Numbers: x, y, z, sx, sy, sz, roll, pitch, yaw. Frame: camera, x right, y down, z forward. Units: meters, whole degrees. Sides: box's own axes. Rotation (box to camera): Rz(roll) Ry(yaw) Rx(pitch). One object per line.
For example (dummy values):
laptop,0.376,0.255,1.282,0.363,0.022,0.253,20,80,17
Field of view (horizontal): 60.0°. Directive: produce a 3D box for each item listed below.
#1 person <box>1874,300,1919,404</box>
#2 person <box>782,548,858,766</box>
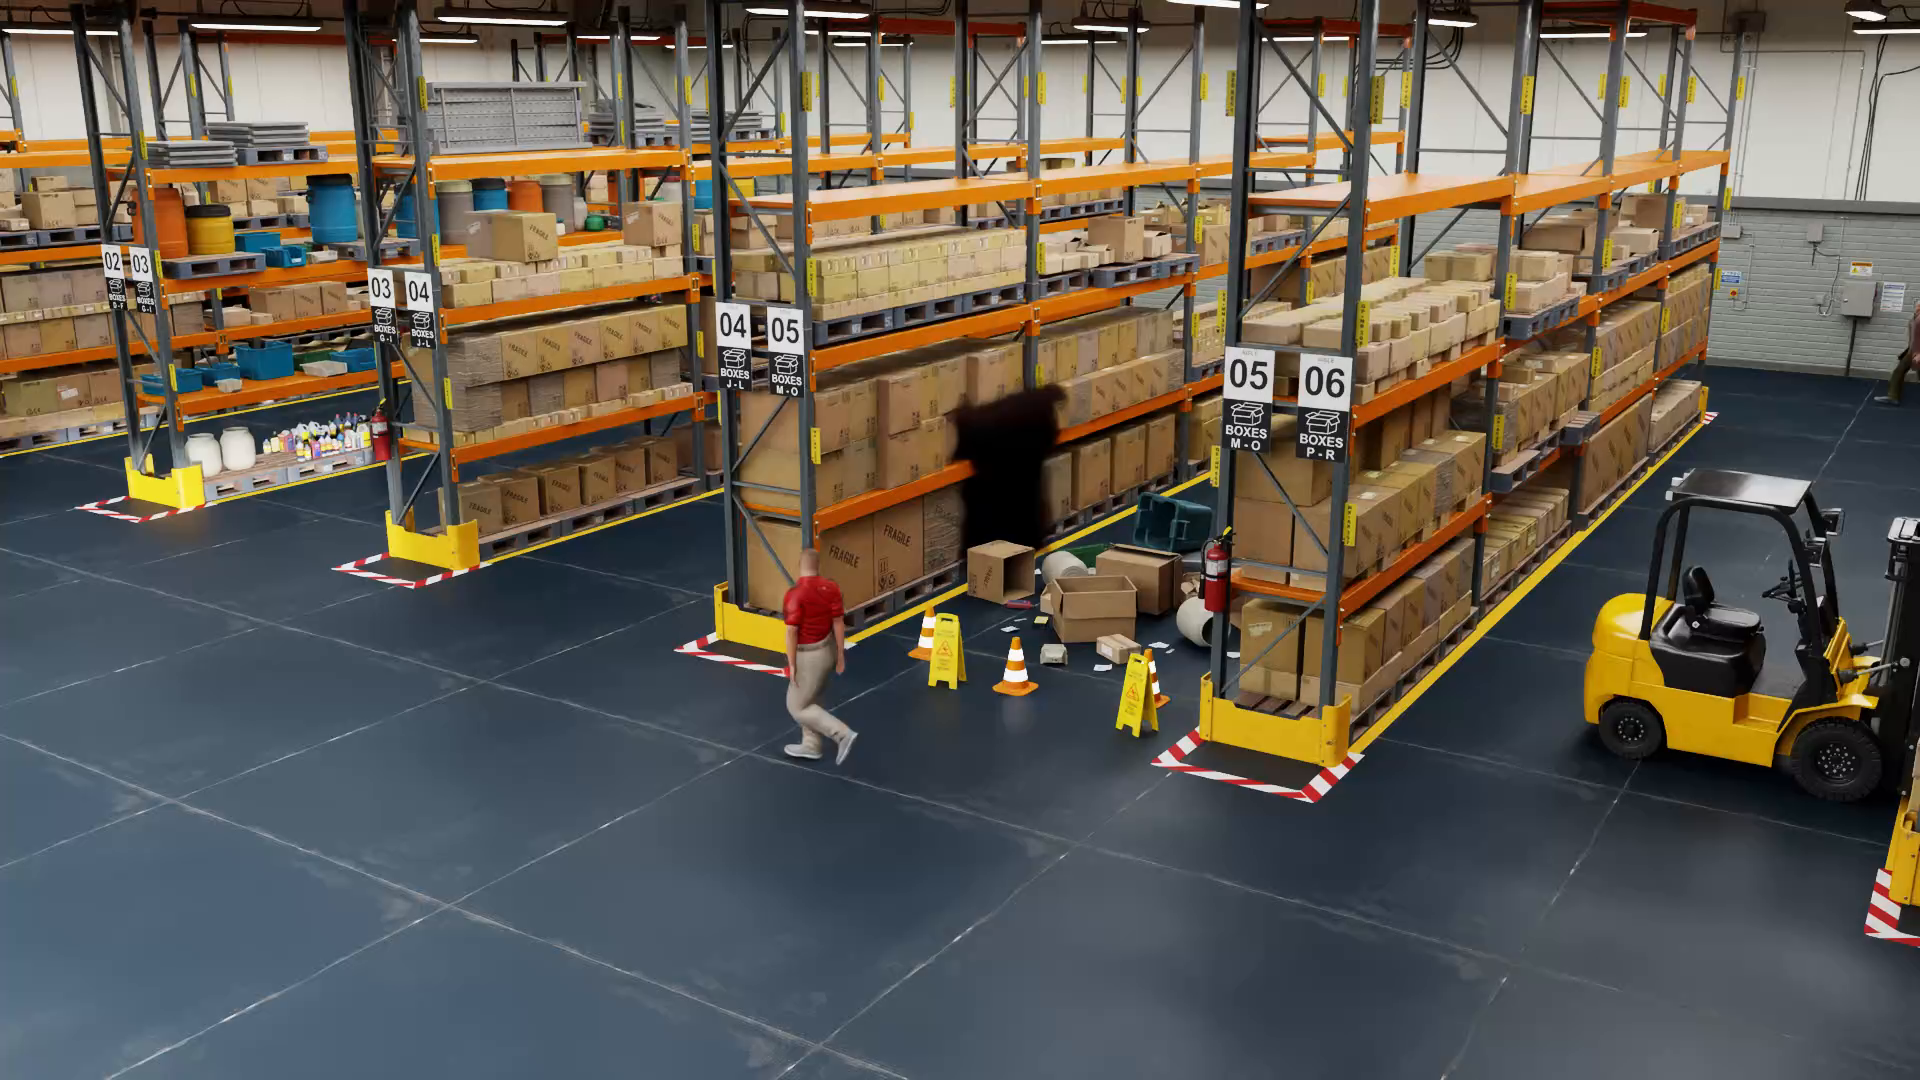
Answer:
person,15.506,-3.033,26.874,1.097,1.735,0.637,4,16,14
person,-1.104,0.910,12.700,0.622,1.715,0.519,2,16,8
